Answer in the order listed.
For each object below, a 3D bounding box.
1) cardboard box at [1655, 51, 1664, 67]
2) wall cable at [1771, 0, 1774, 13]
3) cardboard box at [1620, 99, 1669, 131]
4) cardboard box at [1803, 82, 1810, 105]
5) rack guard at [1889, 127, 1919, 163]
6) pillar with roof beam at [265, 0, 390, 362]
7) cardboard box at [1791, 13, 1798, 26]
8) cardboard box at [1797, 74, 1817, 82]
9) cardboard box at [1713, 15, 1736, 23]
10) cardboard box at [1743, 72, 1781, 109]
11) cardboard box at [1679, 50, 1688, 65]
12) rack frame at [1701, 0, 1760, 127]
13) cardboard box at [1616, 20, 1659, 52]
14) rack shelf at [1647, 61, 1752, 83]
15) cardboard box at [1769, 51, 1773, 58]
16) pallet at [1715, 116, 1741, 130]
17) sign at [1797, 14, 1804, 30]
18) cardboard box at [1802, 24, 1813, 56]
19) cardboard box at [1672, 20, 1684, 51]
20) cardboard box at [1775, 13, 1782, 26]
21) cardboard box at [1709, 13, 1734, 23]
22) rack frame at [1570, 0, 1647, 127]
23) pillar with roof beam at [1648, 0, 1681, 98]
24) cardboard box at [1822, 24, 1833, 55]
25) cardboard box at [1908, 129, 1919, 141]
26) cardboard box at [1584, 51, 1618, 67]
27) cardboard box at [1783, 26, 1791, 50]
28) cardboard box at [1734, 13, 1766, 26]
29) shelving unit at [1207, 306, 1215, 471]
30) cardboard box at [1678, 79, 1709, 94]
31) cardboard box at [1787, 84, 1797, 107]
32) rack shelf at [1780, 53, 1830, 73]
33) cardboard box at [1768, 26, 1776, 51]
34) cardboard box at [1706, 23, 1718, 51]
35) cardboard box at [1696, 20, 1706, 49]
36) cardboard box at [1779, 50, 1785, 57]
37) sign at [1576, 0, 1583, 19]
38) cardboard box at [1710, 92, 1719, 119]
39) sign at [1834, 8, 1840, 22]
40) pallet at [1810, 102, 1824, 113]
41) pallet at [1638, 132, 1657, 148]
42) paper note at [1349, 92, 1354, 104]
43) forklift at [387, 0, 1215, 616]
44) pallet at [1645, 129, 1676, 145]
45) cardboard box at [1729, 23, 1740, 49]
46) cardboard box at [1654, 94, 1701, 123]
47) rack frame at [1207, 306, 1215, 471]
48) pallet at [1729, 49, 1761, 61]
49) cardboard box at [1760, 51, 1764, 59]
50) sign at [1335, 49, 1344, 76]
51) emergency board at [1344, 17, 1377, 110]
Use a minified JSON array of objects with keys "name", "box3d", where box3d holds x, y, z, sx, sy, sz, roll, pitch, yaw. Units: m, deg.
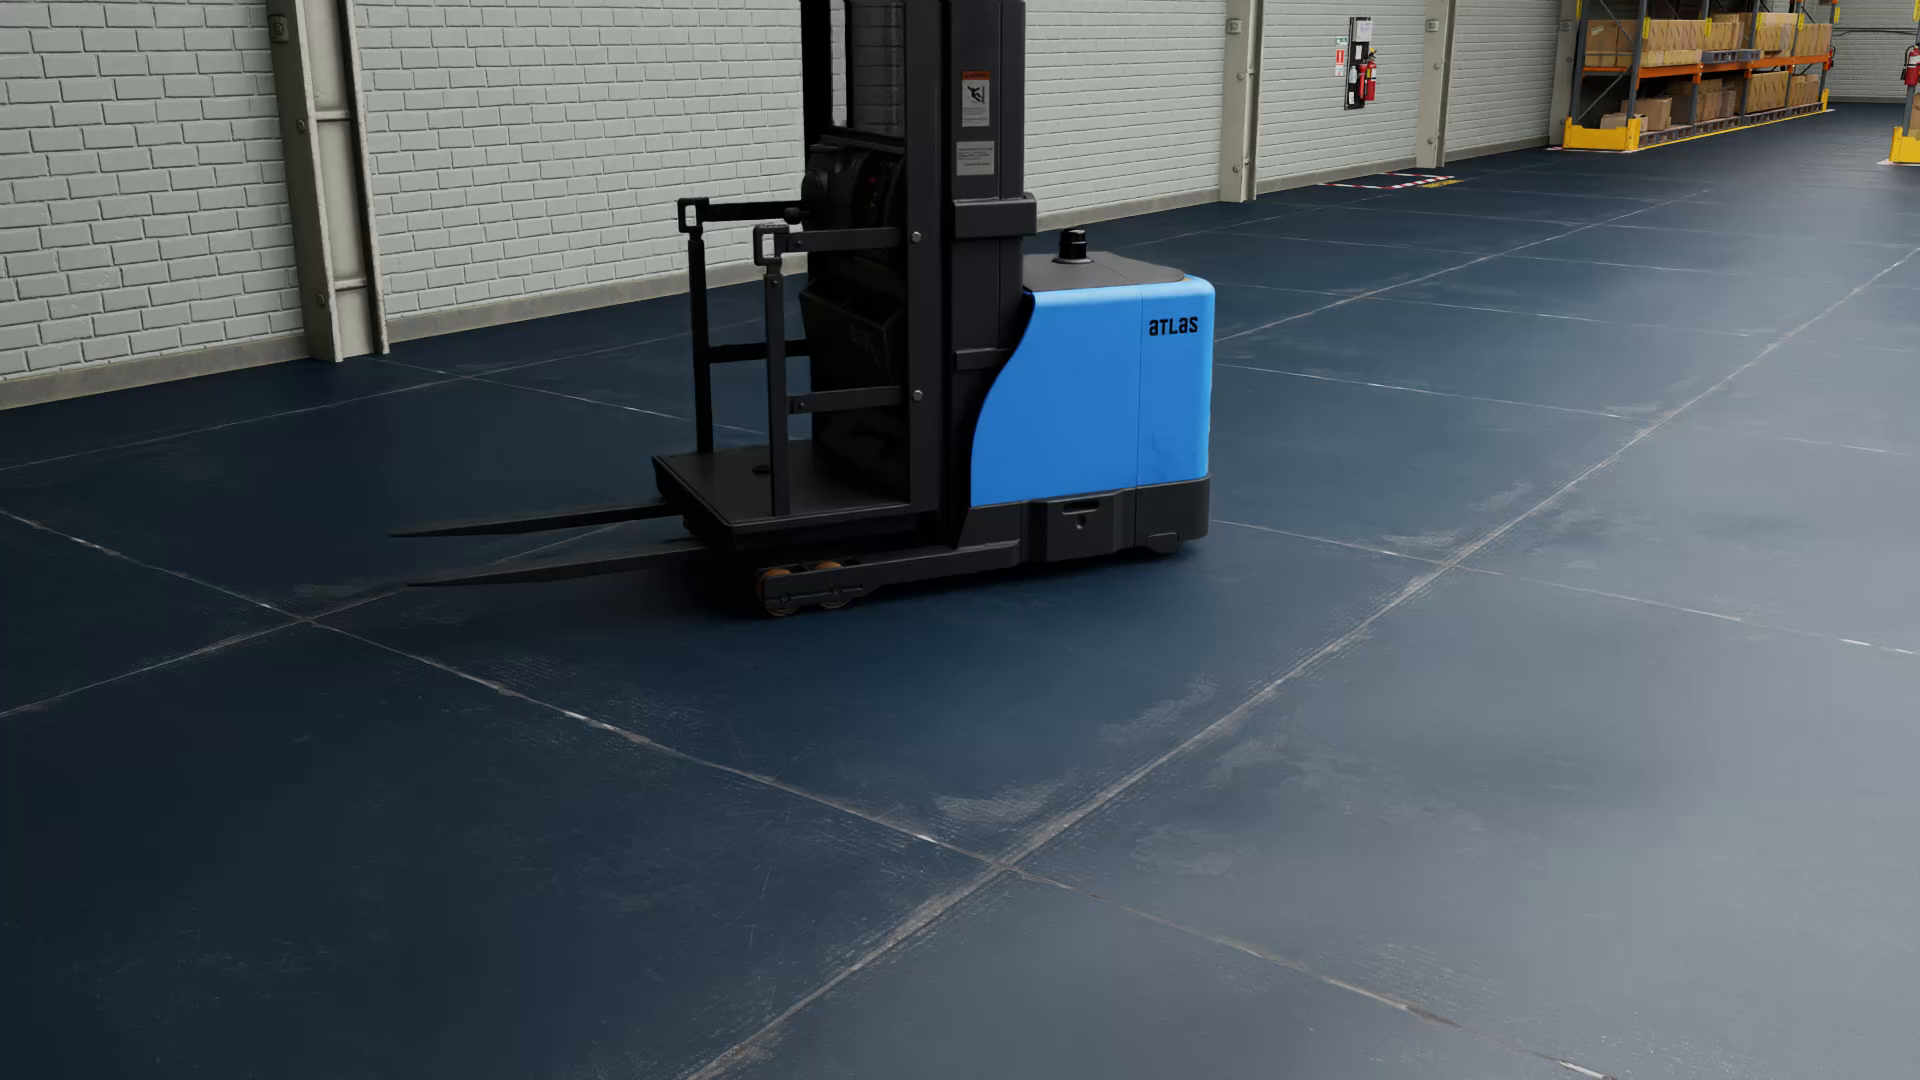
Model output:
[{"name":"cardboard box","box3d":[11.554,-8.127,28.074,0.500,0.250,0.500,12,21,33]},{"name":"wall cable","box3d":[20.247,-12.771,41.096,0.084,1.984,1.851,12,21,35]},{"name":"cardboard box","box3d":[12.012,-7.469,29.212,0.700,0.500,0.500,11,20,31]},{"name":"cardboard box","box3d":[19.309,-10.397,38.671,0.700,0.500,0.500,12,21,33]},{"name":"rack guard","box3d":[14.676,-5.928,24.992,1.175,0.500,0.348,12,21,35]},{"name":"pillar with roof beam","box3d":[-0.410,-4.710,6.737,9.100,9.000,0.400,12,21,35]},{"name":"cardboard box","box3d":[17.787,-11.262,35.982,0.500,0.250,0.500,13,22,36]},{"name":"cardboard box","box3d":[19.825,-10.822,38.947,0.380,0.149,0.250,13,22,36]},{"name":"cardboard box","box3d":[15.115,-10.309,32.878,0.380,0.149,0.250,9,19,26]},{"name":"cardboard box","box3d":[17.050,-9.644,35.659,0.750,0.750,0.750,13,22,36]},{"name":"cardboard box","box3d":[12.464,-8.487,29.235,0.500,0.250,0.500,12,21,34]},{"name":"rack frame","box3d":[15.477,-9.908,33.591,1.000,3.000,0.127,12,21,35]},{"name":"cardboard box","box3d":[11.236,-8.359,27.558,0.500,0.500,0.500,12,21,35]},{"name":"rack shelf","box3d":[14.285,-9.088,32.164,1.077,0.370,4.000,12,21,35]},{"name":"cardboard box","box3d":[16.926,-10.263,35.126,0.380,0.149,0.250,13,22,36]},{"name":"pallet","box3d":[15.010,-8.390,33.406,1.003,0.211,1.213,12,21,35]},{"name":"sign","box3d":[18.302,-11.282,36.198,0.100,0.325,0.005,12,21,35]},{"name":"cardboard box","box3d":[18.636,-11.303,37.578,0.980,0.700,0.700,12,21,33]},{"name":"cardboard box","box3d":[12.149,-8.722,28.727,0.500,0.500,0.500,13,22,36]},{"name":"cardboard box","box3d":[16.868,-10.899,34.813,0.500,0.250,0.500,12,21,34]},{"name":"cardboard box","box3d":[15.539,-10.619,33.913,0.500,0.250,0.500,13,22,36]},{"name":"rack frame","box3d":[10.710,-8.002,27.455,1.000,3.000,0.127,12,21,35]},{"name":"pillar with roof beam","box3d":[17.465,-11.855,29.747,9.100,9.000,0.400,12,21,35]},{"name":"cardboard box","box3d":[19.948,-11.833,39.285,0.980,0.700,0.700,14,22,37]},{"name":"cardboard box","box3d":[14.773,-6.195,25.564,0.500,0.250,0.500,12,21,35]},{"name":"cardboard box","box3d":[10.833,-8.086,27.943,0.500,0.250,0.500,13,21,35]},{"name":"cardboard box","box3d":[17.491,-10.782,35.703,0.500,0.500,0.500,13,21,35]},{"name":"cardboard box","box3d":[15.972,-10.535,33.641,0.500,0.250,0.500,13,22,36]},{"name":"shelving unit","box3d":[0.895,-0.539,6.963,0.210,0.900,0.258,-7,19,-23]},{"name":"cardboard box","box3d":[14.085,-8.738,32.032,0.500,0.250,0.500,12,21,33]},{"name":"cardboard box","box3d":[18.388,-10.027,37.483,0.700,0.500,0.500,13,21,35]},{"name":"rack shelf","box3d":[19.052,-10.993,38.300,1.077,0.370,4.000,12,21,35]},{"name":"cardboard box","box3d":[16.588,-10.419,34.532,0.500,0.500,0.500,12,21,34]},{"name":"cardboard box","box3d":[13.763,-9.460,31.238,0.700,0.500,0.500,15,23,40]},{"name":"cardboard box","box3d":[13.060,-9.084,29.893,0.500,0.500,0.500,12,21,35]},{"name":"cardboard box","box3d":[17.454,-10.428,35.657,0.380,0.149,0.250,12,21,35]},{"name":"sign","box3d":[10.276,-8.809,27.568,0.100,0.325,0.005,12,21,35]},{"name":"cardboard box","box3d":[14.416,-8.518,32.588,0.700,0.500,0.500,12,21,34]},{"name":"sign","box3d":[20.671,-12.380,39.200,0.100,0.325,0.005,12,21,35]},{"name":"pallet","box3d":[19.830,-10.277,39.483,1.003,0.211,1.213,12,21,35]},{"name":"pallet","box3d":[11.268,-6.876,28.530,1.003,0.211,1.213,12,21,35]},{"name":"paper note","box3d":[5.193,-5.860,22.043,0.016,0.148,0.142,12,21,35]},{"name":"forklift","box3d":[-0.581,-1.309,6.016,3.031,2.935,1.130,-7,19,-23]},{"name":"pallet","box3d":[11.995,-7.165,29.462,1.003,0.211,1.213,12,21,35]},{"name":"cardboard box","box3d":[14.894,-9.914,32.701,0.700,0.500,0.500,10,20,30]},{"name":"cardboard box","box3d":[13.519,-8.150,31.403,0.700,0.500,0.500,13,22,37]},{"name":"rack frame","box3d":[0.988,-0.551,7.002,0.006,0.900,0.240,-7,19,-23]},{"name":"pallet","box3d":[15.138,-9.628,33.012,1.213,0.211,1.003,12,21,35]},{"name":"cardboard box","box3d":[16.242,-9.942,34.090,0.380,0.149,0.250,13,22,36]},{"name":"sign","box3d":[4.942,-6.215,21.638,0.001,0.329,0.234,12,21,35]},{"name":"emergency board","box3d":[5.354,-6.311,22.009,0.194,1.169,0.643,12,21,35]}]
